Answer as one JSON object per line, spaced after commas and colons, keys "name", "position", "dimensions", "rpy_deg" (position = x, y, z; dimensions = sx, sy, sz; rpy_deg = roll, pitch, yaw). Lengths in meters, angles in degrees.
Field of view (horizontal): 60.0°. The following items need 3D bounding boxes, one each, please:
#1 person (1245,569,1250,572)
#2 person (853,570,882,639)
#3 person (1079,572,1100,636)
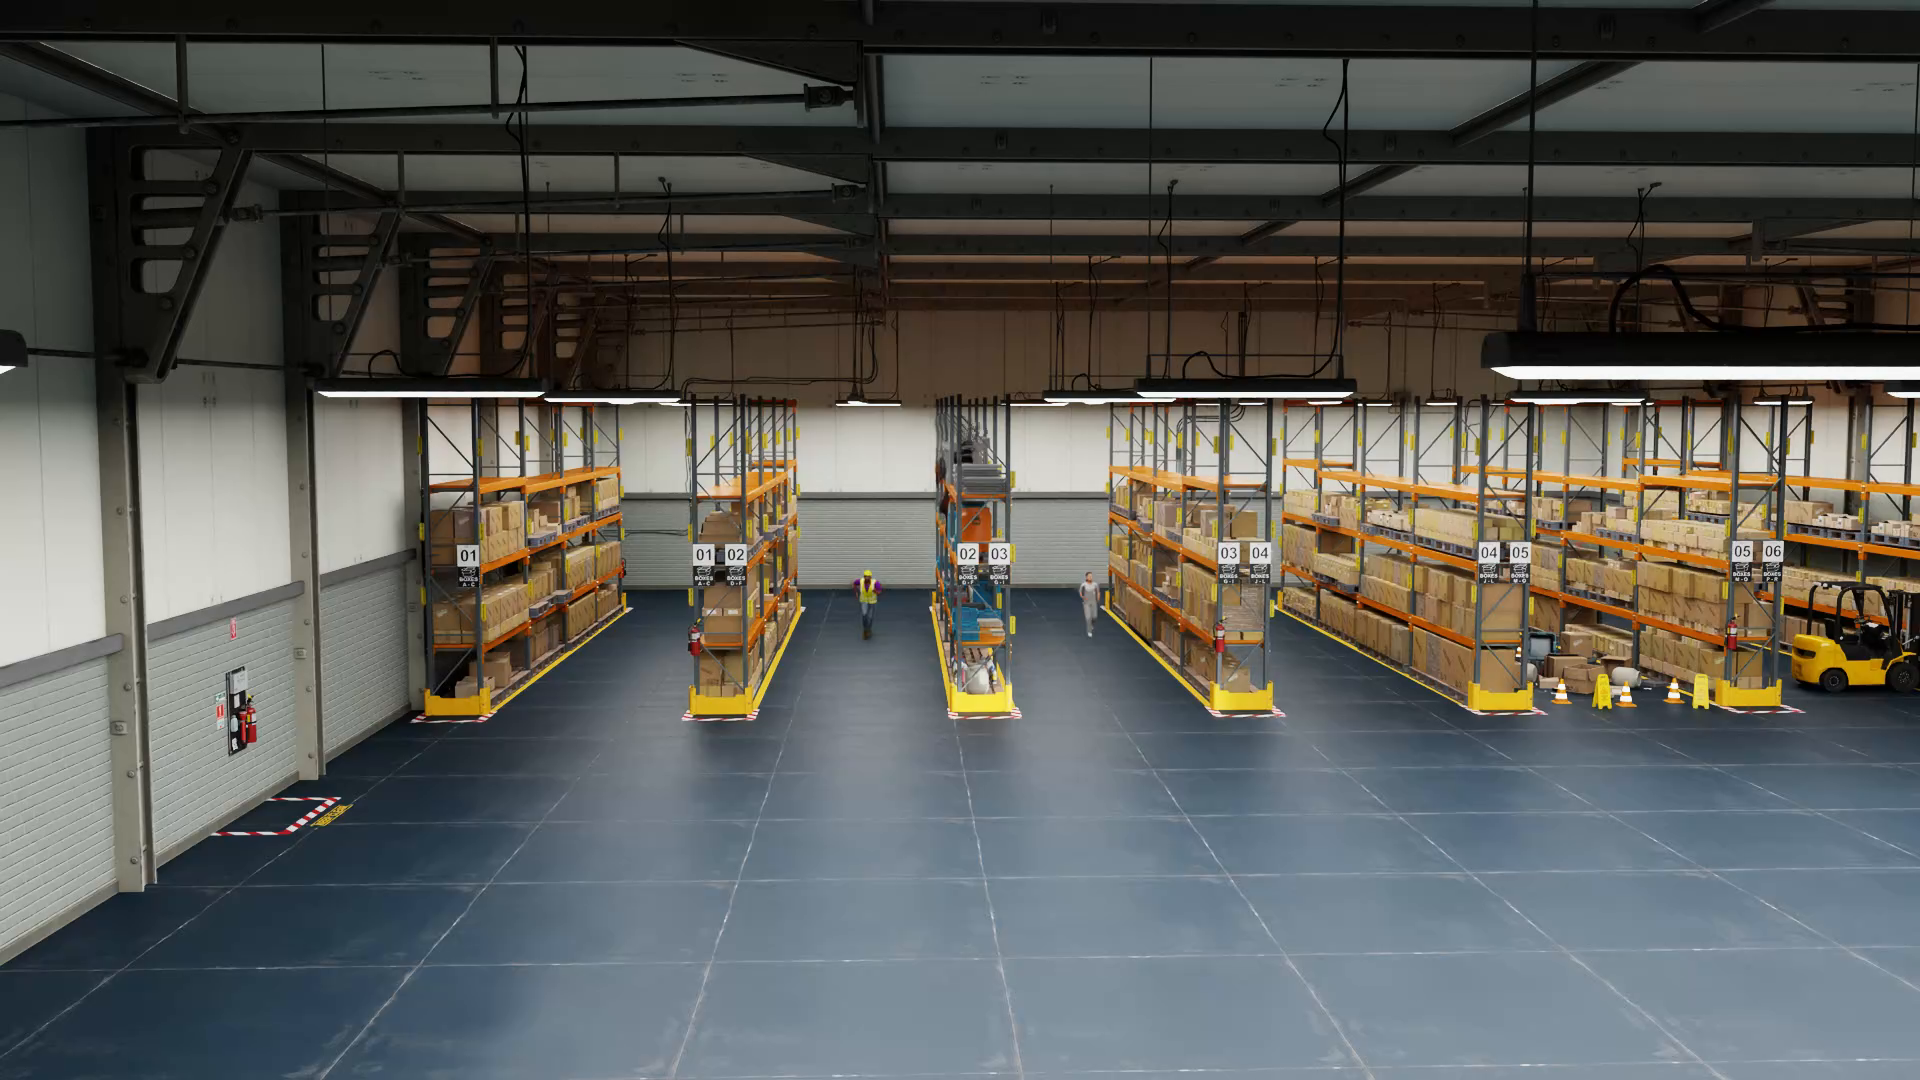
{"name": "person", "position": [8.058, 1.079, 48.062], "dimensions": [0.712, 1.730, 0.588], "rpy_deg": [0, 5, 5]}
{"name": "person", "position": [-2.306, 1.593, 41.542], "dimensions": [0.685, 1.726, 0.923], "rpy_deg": [-1, 5, -7]}
{"name": "person", "position": [3.283, 1.618, 41.937], "dimensions": [0.564, 1.629, 0.509], "rpy_deg": [0, 5, -4]}
